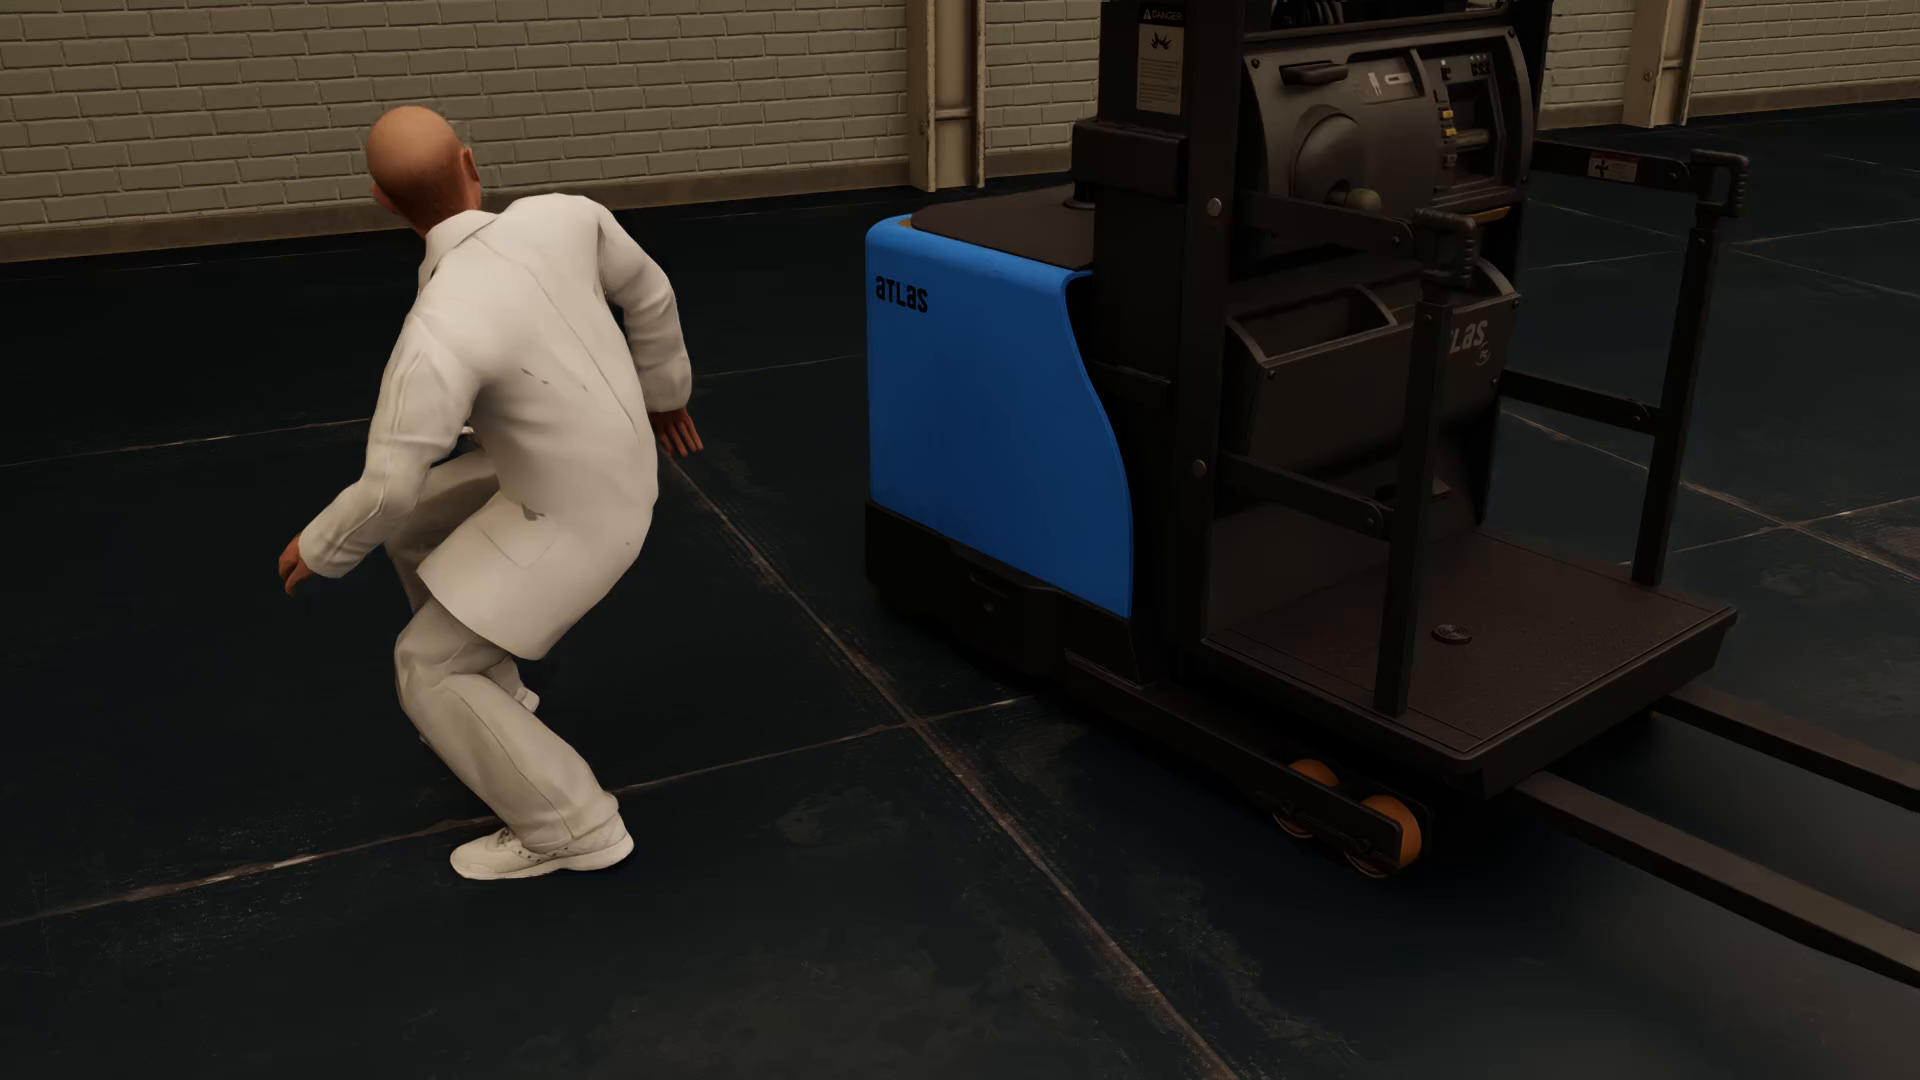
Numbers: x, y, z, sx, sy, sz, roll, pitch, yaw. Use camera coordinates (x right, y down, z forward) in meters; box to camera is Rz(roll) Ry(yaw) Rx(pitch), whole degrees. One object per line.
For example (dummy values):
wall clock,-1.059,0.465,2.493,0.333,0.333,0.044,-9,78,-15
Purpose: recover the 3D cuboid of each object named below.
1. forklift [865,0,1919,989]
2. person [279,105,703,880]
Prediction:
forklift,1.069,-0.876,3.395,1.130,2.935,3.031,-18,28,-36
person,-0.976,-0.112,3.420,0.740,1.548,0.818,2,23,5
